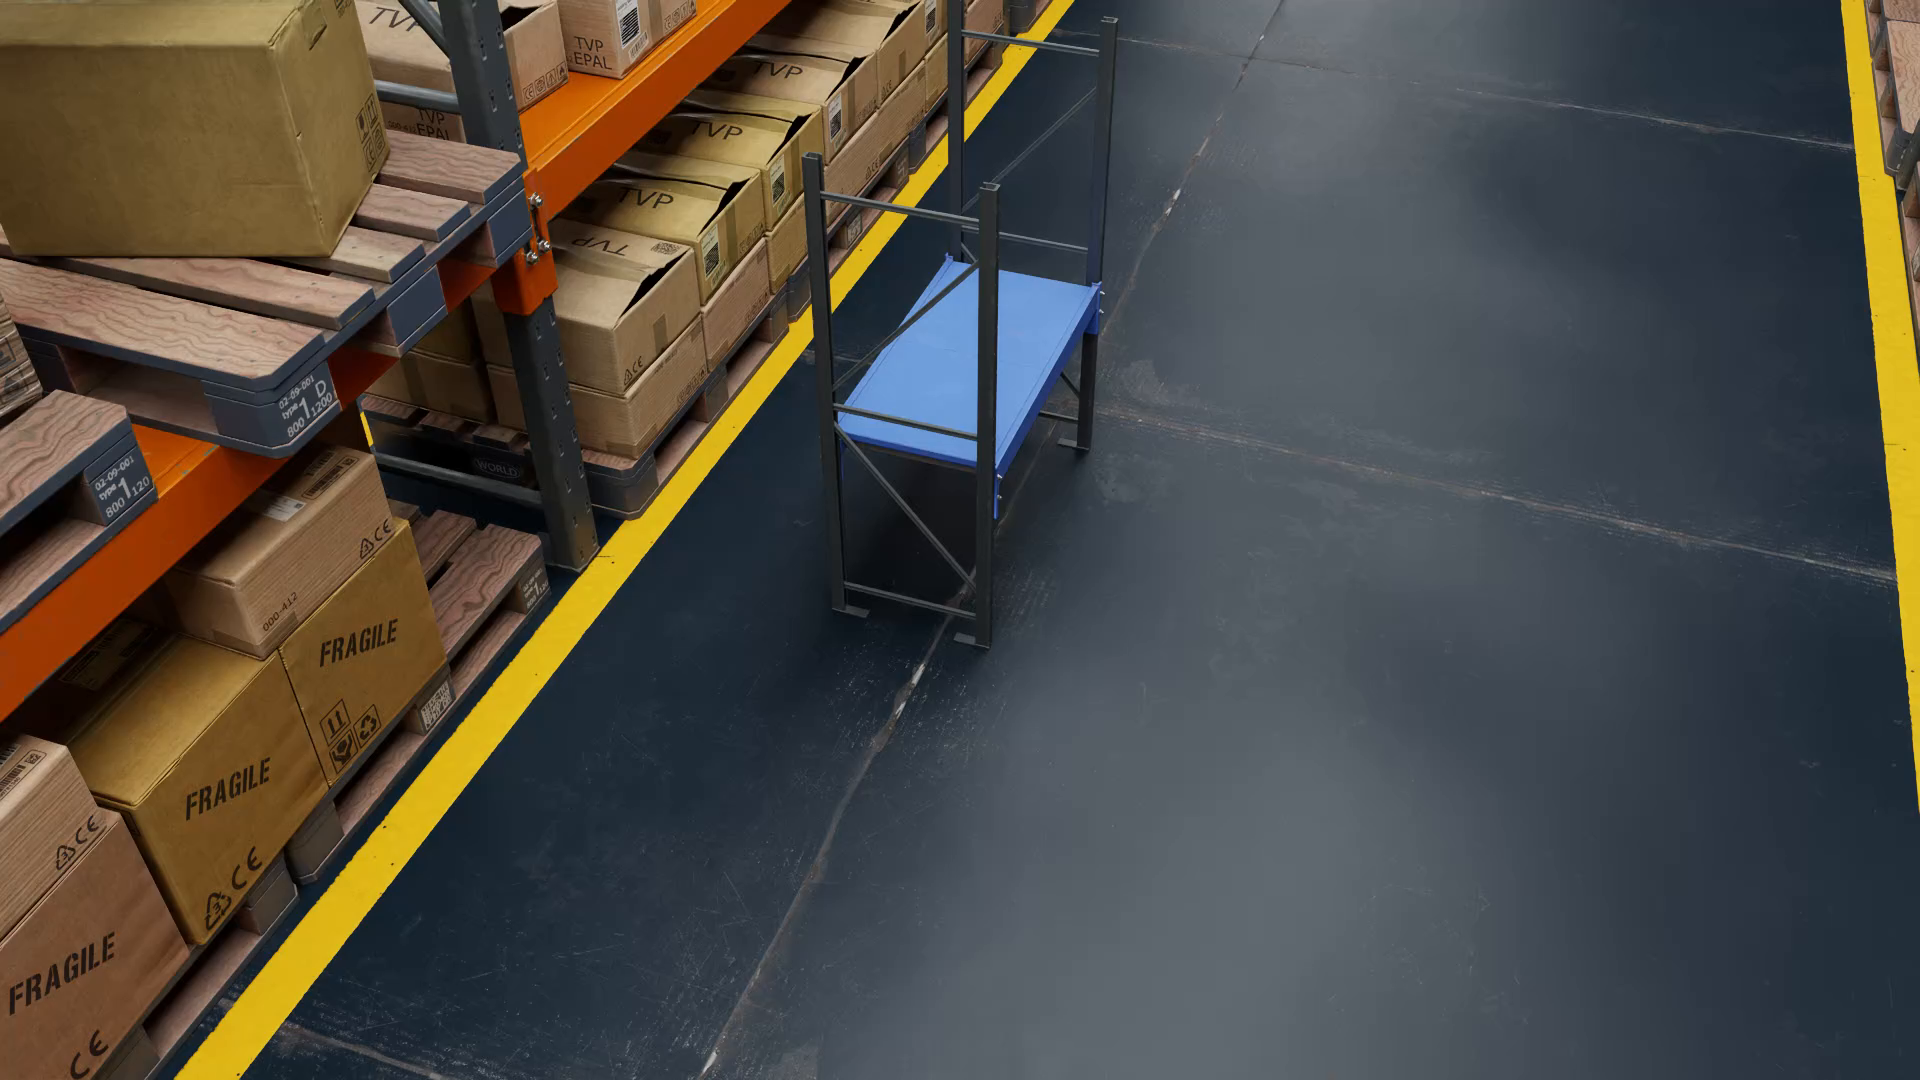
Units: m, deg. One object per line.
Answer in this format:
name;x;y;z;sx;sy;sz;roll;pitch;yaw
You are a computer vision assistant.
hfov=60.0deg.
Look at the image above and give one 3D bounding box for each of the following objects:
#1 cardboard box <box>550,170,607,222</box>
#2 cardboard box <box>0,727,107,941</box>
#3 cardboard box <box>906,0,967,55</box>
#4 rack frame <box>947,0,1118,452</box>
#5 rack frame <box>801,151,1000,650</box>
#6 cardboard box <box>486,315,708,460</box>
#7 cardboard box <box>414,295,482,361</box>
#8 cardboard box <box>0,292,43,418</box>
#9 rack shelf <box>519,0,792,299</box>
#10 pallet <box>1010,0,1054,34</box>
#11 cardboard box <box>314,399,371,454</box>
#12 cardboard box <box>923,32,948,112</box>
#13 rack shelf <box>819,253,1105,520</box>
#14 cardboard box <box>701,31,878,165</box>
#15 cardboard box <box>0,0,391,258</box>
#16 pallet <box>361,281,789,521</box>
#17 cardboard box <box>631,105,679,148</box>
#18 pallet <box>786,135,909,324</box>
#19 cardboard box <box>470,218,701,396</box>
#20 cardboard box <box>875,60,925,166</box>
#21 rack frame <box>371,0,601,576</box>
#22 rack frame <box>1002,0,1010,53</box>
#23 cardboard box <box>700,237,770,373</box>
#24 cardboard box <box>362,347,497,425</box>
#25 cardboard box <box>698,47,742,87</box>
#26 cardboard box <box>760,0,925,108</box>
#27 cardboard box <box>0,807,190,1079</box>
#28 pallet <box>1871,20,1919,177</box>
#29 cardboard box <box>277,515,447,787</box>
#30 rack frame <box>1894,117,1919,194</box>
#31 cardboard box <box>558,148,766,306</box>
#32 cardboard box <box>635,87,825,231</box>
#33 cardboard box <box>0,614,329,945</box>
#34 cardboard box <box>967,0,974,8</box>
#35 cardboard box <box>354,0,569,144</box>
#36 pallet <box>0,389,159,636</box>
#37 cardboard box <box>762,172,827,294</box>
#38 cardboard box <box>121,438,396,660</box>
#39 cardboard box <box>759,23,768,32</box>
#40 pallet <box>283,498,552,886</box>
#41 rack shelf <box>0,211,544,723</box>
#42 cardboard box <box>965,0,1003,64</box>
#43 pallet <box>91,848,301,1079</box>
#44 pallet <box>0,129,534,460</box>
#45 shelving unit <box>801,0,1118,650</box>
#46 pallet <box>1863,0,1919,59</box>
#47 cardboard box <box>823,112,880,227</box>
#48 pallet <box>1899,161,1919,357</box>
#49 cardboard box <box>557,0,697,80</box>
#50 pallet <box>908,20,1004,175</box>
cardboard box;-1.498;-1.200;5.709;0.500;0.311;0.500;13;42;14
cardboard box;-2.077;0.600;3.245;0.500;0.250;0.500;13;42;14
cardboard box;-0.290;-2.318;7.019;0.500;0.311;0.500;14;43;16
rack frame;0.203;-0.933;5.188;0.500;1.500;0.032;13;42;15
rack frame;-0.145;-0.313;4.461;0.500;1.500;0.032;13;42;15
cardboard box;-1.162;-0.549;5.377;0.500;0.250;0.500;13;42;15
cardboard box;-1.669;-0.882;5.336;0.500;0.311;0.500;14;43;16
cardboard box;-2.219;-0.454;3.071;0.700;0.500;0.500;21;45;23
rack shelf;-0.933;-2.127;5.986;1.077;0.370;4.000;13;42;15
pallet;0.062;-3.036;8.645;1.003;0.211;1.213;13;42;15
cardboard box;-2.041;-0.183;4.740;0.500;0.500;0.500;15;43;17
cardboard box;-0.293;-2.109;7.206;0.500;0.250;0.500;13;42;14
rack shelf;0.029;-0.486;4.941;0.538;0.185;1.000;13;42;15
cardboard box;-0.638;-1.709;6.305;0.500;0.311;0.500;13;42;15
cardboard box;-1.726;-0.970;3.675;0.700;0.500;0.500;0;40;0
pallet;-1.299;-0.613;5.806;1.003;0.211;1.213;13;42;15
cardboard box;-1.322;-1.508;6.069;0.500;0.311;0.500;13;42;15
pallet;-0.880;-1.355;6.676;1.003;0.211;1.213;13;42;15
cardboard box;-1.162;-0.762;5.195;0.500;0.311;0.500;15;43;17
cardboard box;-0.468;-1.797;6.840;0.500;0.250;0.500;14;42;16
rack frame;-1.617;-1.181;4.323;1.000;3.000;0.127;13;42;15
rack frame;-0.249;-3.621;7.183;1.000;3.000;0.127;13;42;15
cardboard box;-0.991;-0.856;5.737;0.500;0.250;0.500;12;42;14
cardboard box;-1.666;-0.670;5.519;0.500;0.250;0.500;14;42;16
cardboard box;-1.149;-1.813;6.427;0.500;0.311;0.500;14;43;16
cardboard box;-0.463;-2.014;6.663;0.500;0.311;0.500;13;42;15
cardboard box;-2.067;0.862;3.515;0.500;0.500;0.500;12;42;13
pallet;4.604;-1.880;7.291;1.003;0.211;1.213;13;42;15
cardboard box;-1.716;0.225;4.262;0.500;0.500;0.500;15;43;17
rack frame;4.407;-2.523;5.897;1.000;3.000;0.127;13;42;15
cardboard box;-0.990;-1.084;5.573;0.500;0.311;0.500;12;42;14
cardboard box;-0.814;-1.395;5.937;0.500;0.311;0.500;12;42;14
cardboard box;-1.894;0.541;3.892;0.500;0.500;0.500;12;42;14
cardboard box;-0.118;-2.637;7.393;0.500;0.311;0.500;13;42;15
cardboard box;-1.452;-1.359;4.601;0.500;0.311;0.500;16;43;18
pallet;-2.278;0.079;2.994;1.003;0.211;1.213;13;42;15
cardboard box;-0.819;-1.174;6.110;0.500;0.250;0.500;12;42;14
cardboard box;-1.732;-0.025;3.977;0.500;0.250;0.500;15;43;17
cardboard box;-0.977;-2.131;6.799;0.500;0.311;0.500;12;42;14
pallet;-1.908;0.327;4.704;1.003;0.211;1.213;13;42;15
rack shelf;-2.301;0.313;3.127;1.077;0.370;4.000;13;42;15
cardboard box;-0.119;-2.417;7.567;0.500;0.250;0.500;13;42;15
pallet;-2.327;1.069;3.835;1.003;0.211;1.213;13;42;15
pallet;-1.783;-0.679;3.882;1.213;0.211;1.003;13;42;15
shelving unit;0.029;-0.623;4.824;0.538;1.500;1.048;13;42;15
pallet;5.019;-2.627;8.166;1.003;0.211;1.213;13;42;15
cardboard box;-0.643;-1.487;6.476;0.500;0.250;0.500;14;42;16
pallet;4.142;-0.987;6.245;1.003;0.211;1.213;13;42;15
cardboard box;-1.129;-1.649;4.941;0.500;0.311;0.500;13;42;15
pallet;-0.464;-2.102;7.551;1.003;0.211;1.213;13;42;15
